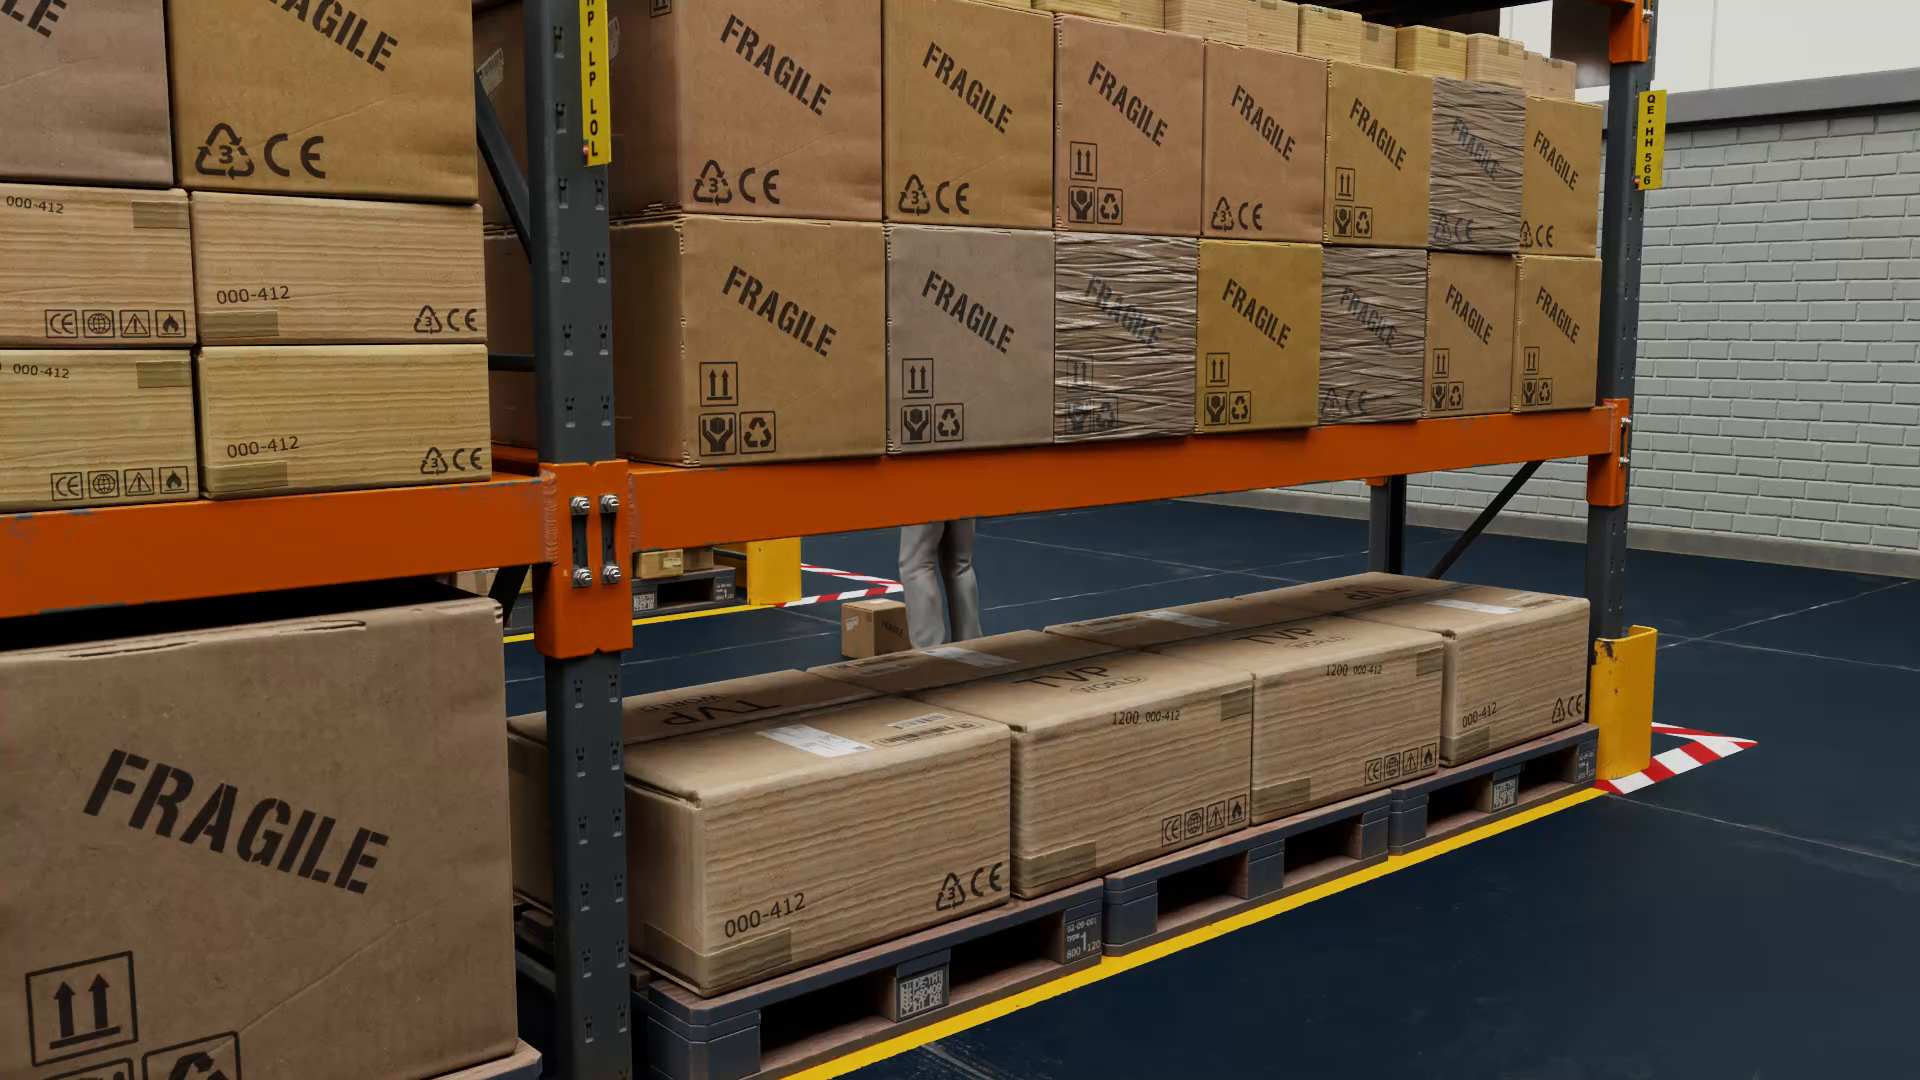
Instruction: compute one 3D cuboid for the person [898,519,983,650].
[{"bbox_3d":[-0.092,-0.221,7.506,0.442,1.671,0.367,-6,10,-40],"label":"person"}]
